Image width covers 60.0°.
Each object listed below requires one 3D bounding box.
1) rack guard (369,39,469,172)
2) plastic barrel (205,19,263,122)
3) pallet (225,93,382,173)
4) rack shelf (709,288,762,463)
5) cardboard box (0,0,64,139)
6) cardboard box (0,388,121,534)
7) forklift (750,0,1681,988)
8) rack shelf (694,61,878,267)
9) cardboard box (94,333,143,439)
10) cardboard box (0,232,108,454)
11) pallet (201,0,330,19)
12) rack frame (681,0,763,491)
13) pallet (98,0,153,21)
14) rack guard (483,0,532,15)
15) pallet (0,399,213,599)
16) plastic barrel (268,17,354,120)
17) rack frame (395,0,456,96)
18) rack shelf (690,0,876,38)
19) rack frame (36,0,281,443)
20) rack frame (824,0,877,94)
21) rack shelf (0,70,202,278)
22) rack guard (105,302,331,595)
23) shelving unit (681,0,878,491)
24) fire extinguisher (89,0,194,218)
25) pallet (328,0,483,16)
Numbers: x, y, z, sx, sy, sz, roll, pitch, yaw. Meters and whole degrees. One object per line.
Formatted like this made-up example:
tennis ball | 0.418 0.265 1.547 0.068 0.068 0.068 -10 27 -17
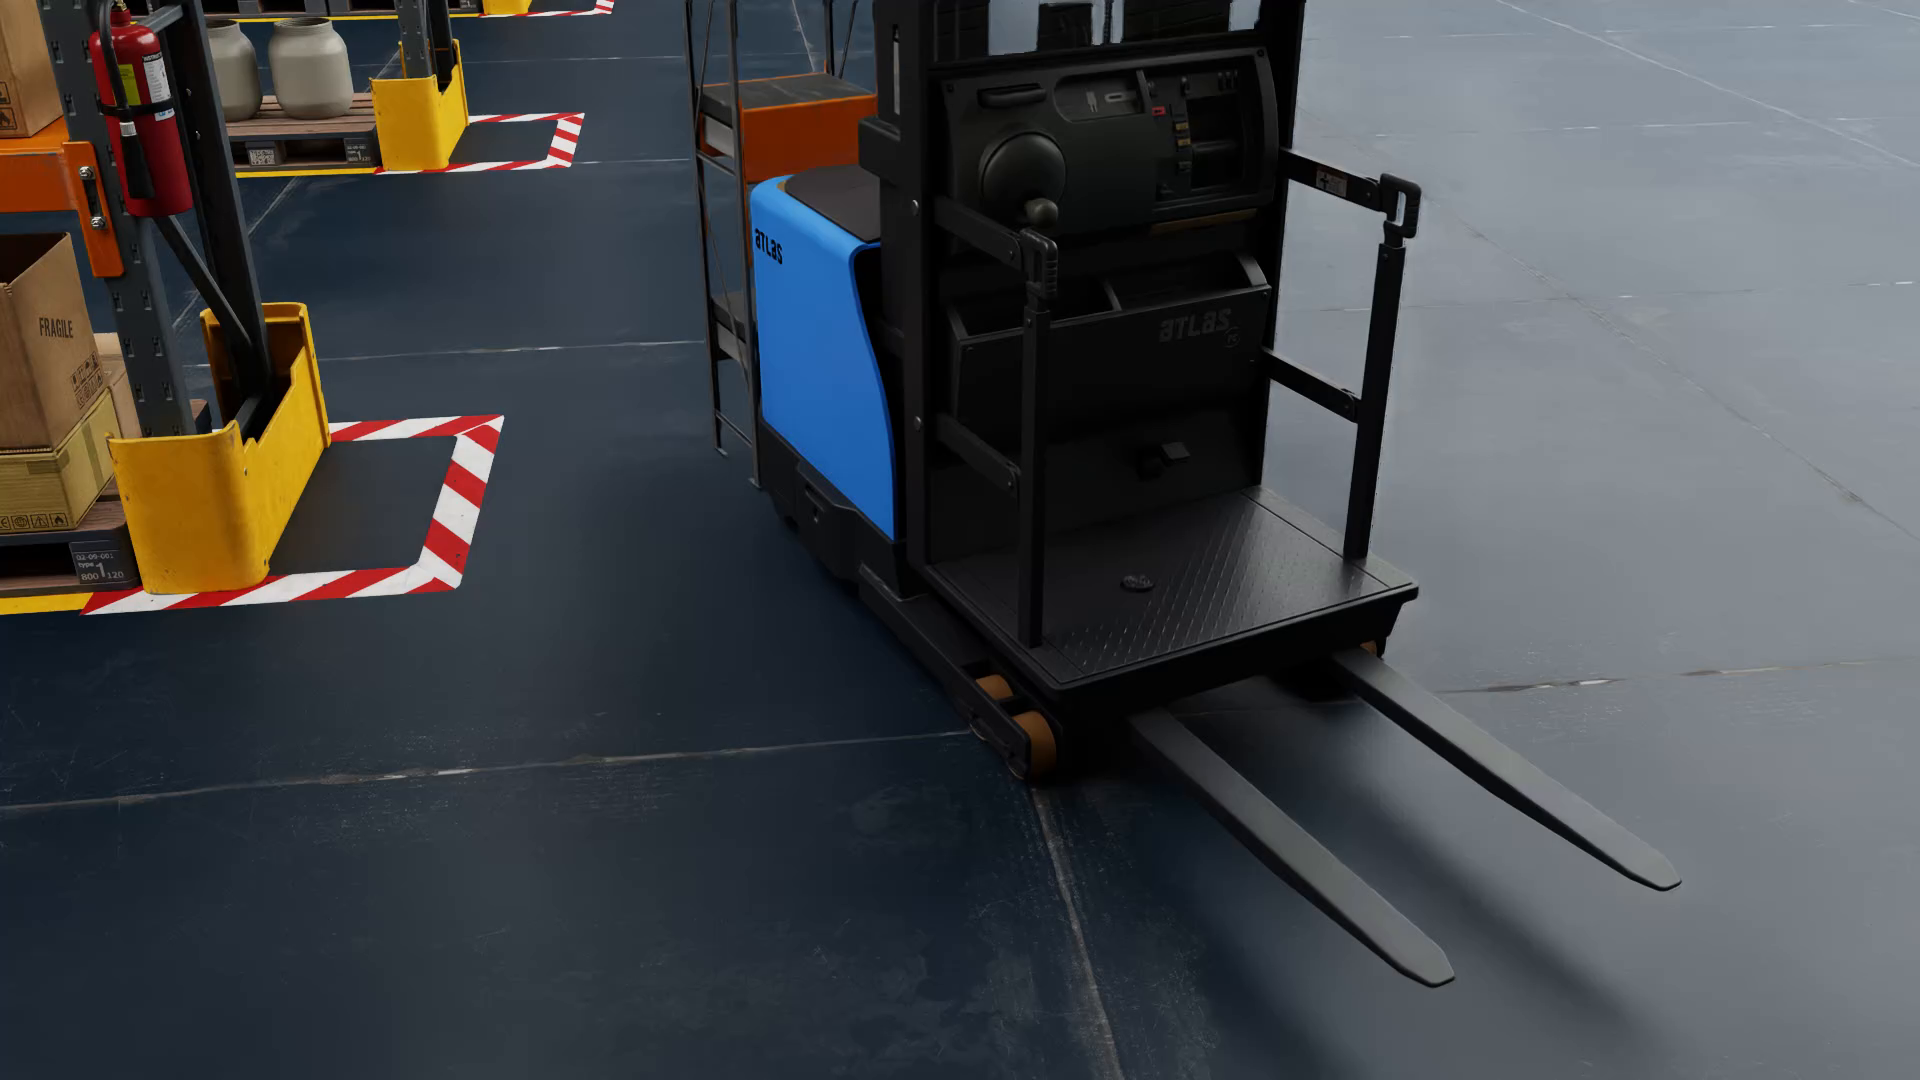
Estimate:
rack guard | -3.123 -2.541 9.655 0.348 0.500 1.175 -4 27 -7
plastic barrel | -4.191 -2.651 9.396 0.421 0.512 0.421 0 27 0
pallet | -3.928 -2.364 9.625 1.213 0.211 1.003 -4 27 -7
rack shelf | -0.552 -0.599 5.681 0.480 0.518 0.431 -14 30 -26
cardboard box | -2.832 -1.461 4.701 0.500 0.500 0.700 -4 27 -7
cardboard box | -2.857 -0.236 4.976 0.500 0.250 0.500 -4 27 -7
forklift | 0.481 -0.948 3.888 1.130 2.935 3.031 -13 30 -24
rack shelf | -0.552 -1.222 5.361 0.480 0.518 0.431 -14 30 -26
cardboard box | -2.930 -0.470 5.432 0.500 0.250 0.500 -4 27 -7
cardboard box | -2.857 -0.569 4.803 0.500 0.500 0.500 -4 27 -7
pallet | -5.834 -4.561 13.908 1.213 0.211 1.003 -4 27 -7
rack frame | -0.765 -1.180 5.249 0.015 2.100 0.400 -14 30 -26
pallet | -7.045 -4.482 13.754 1.213 0.211 1.003 -4 27 -7
rack guard | -3.819 -4.802 14.060 0.348 0.500 1.175 -4 27 -7
pallet | -3.119 -0.132 5.276 1.213 0.211 1.003 -4 27 -7
plastic barrel | -3.695 -2.683 9.459 0.421 0.512 0.421 0 27 0
rack frame | -3.054 -3.680 9.135 0.127 3.000 1.000 -4 27 -7
rack shelf | -0.552 -1.845 5.042 0.480 0.518 0.431 -14 30 -26
rack frame | -2.367 -1.440 4.771 0.127 3.000 1.000 -4 27 -7
rack frame | -0.339 -1.289 5.461 0.015 2.100 0.400 -14 30 -26
rack shelf | -4.348 -0.993 4.687 4.000 0.370 1.077 -4 27 -7
rack guard | -2.344 -0.329 5.344 0.348 0.500 1.175 -4 27 -7
shelving unit | -0.552 -1.234 5.355 0.503 2.100 0.431 -14 30 -26
fire extinguisher | -2.186 -1.203 4.394 0.183 0.674 0.296 -4 27 -7
pallet | -4.629 -4.637 14.057 1.213 0.211 1.003 -4 27 -7
